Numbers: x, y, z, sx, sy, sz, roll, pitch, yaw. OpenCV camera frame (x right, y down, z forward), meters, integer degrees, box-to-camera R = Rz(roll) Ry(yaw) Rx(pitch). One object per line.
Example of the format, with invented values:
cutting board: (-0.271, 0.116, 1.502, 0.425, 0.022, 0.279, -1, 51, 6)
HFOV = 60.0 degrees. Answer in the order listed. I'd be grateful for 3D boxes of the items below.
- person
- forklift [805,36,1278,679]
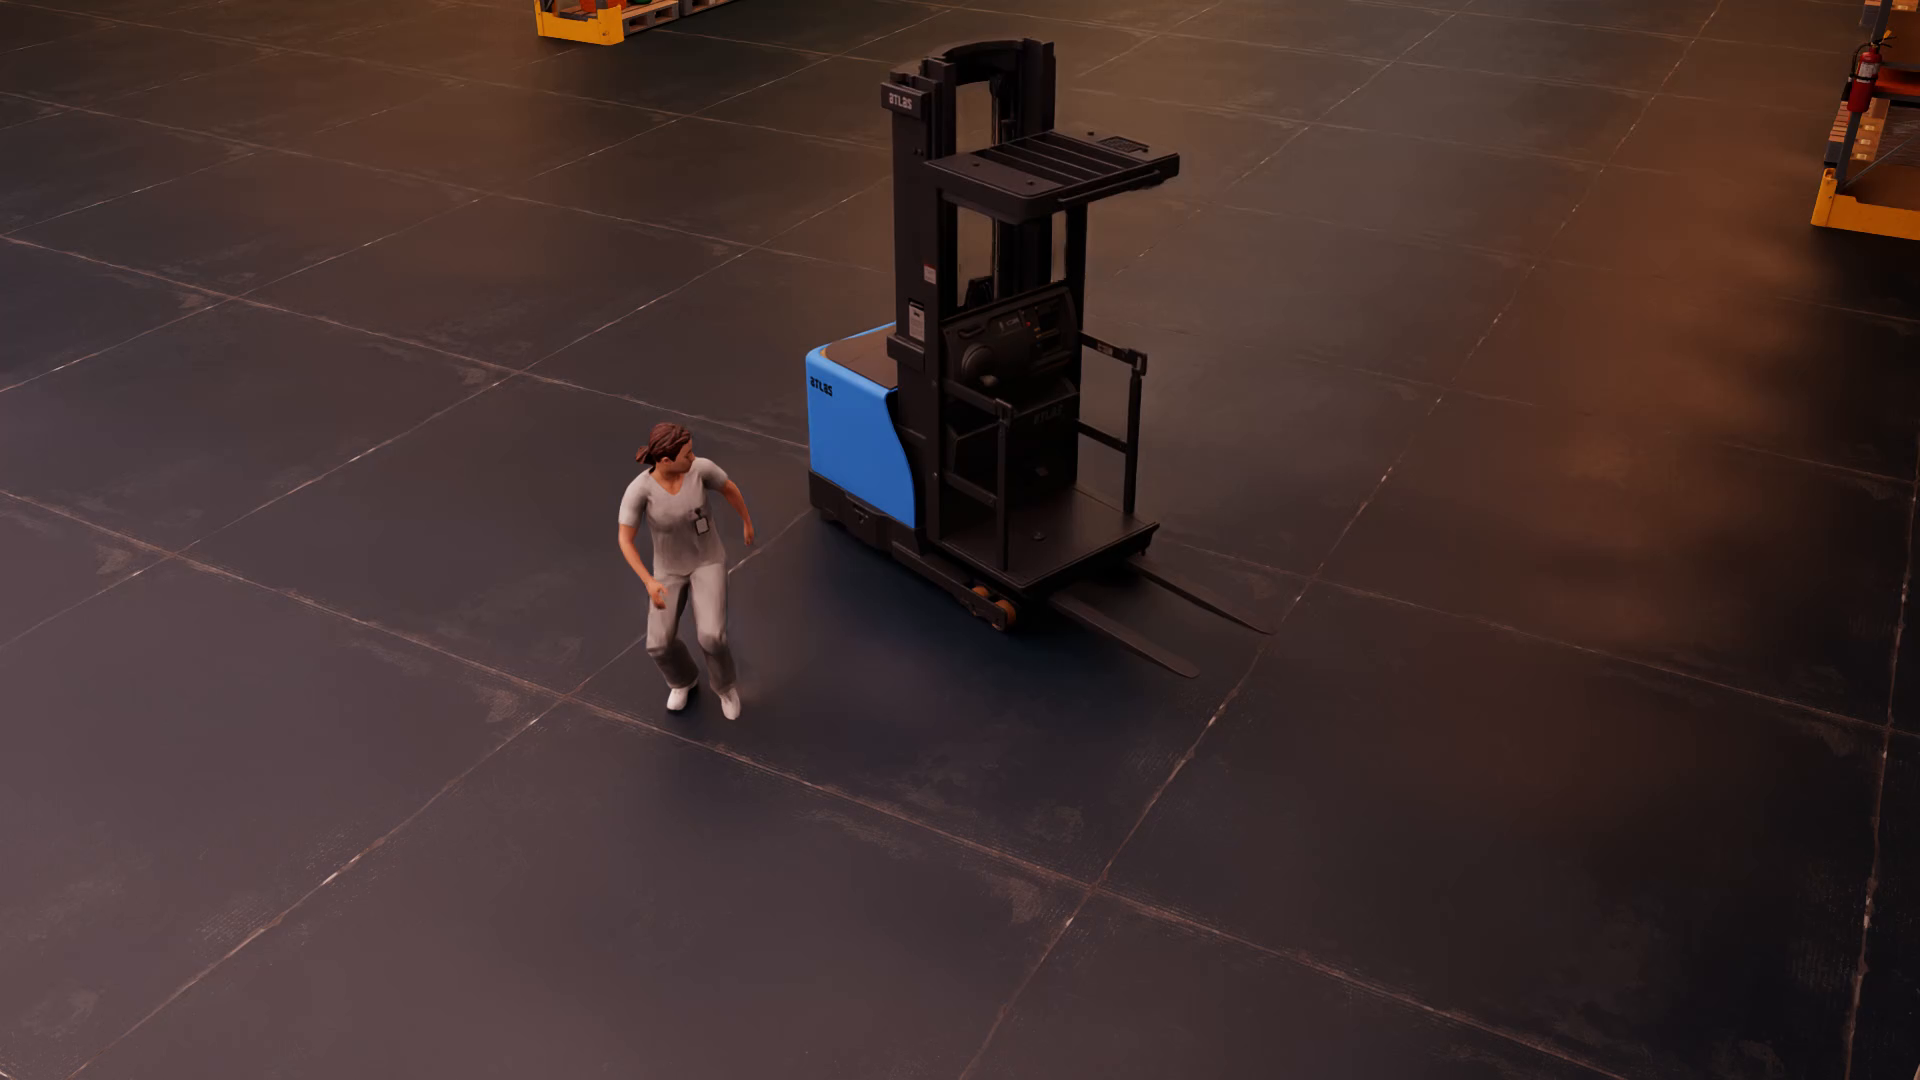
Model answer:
person: (-1.332, 0.159, 8.172, 0.616, 1.593, 0.655, -2, 30, -3)
forklift: (0.422, -1.059, 8.906, 1.130, 2.935, 3.031, -24, 38, -35)
